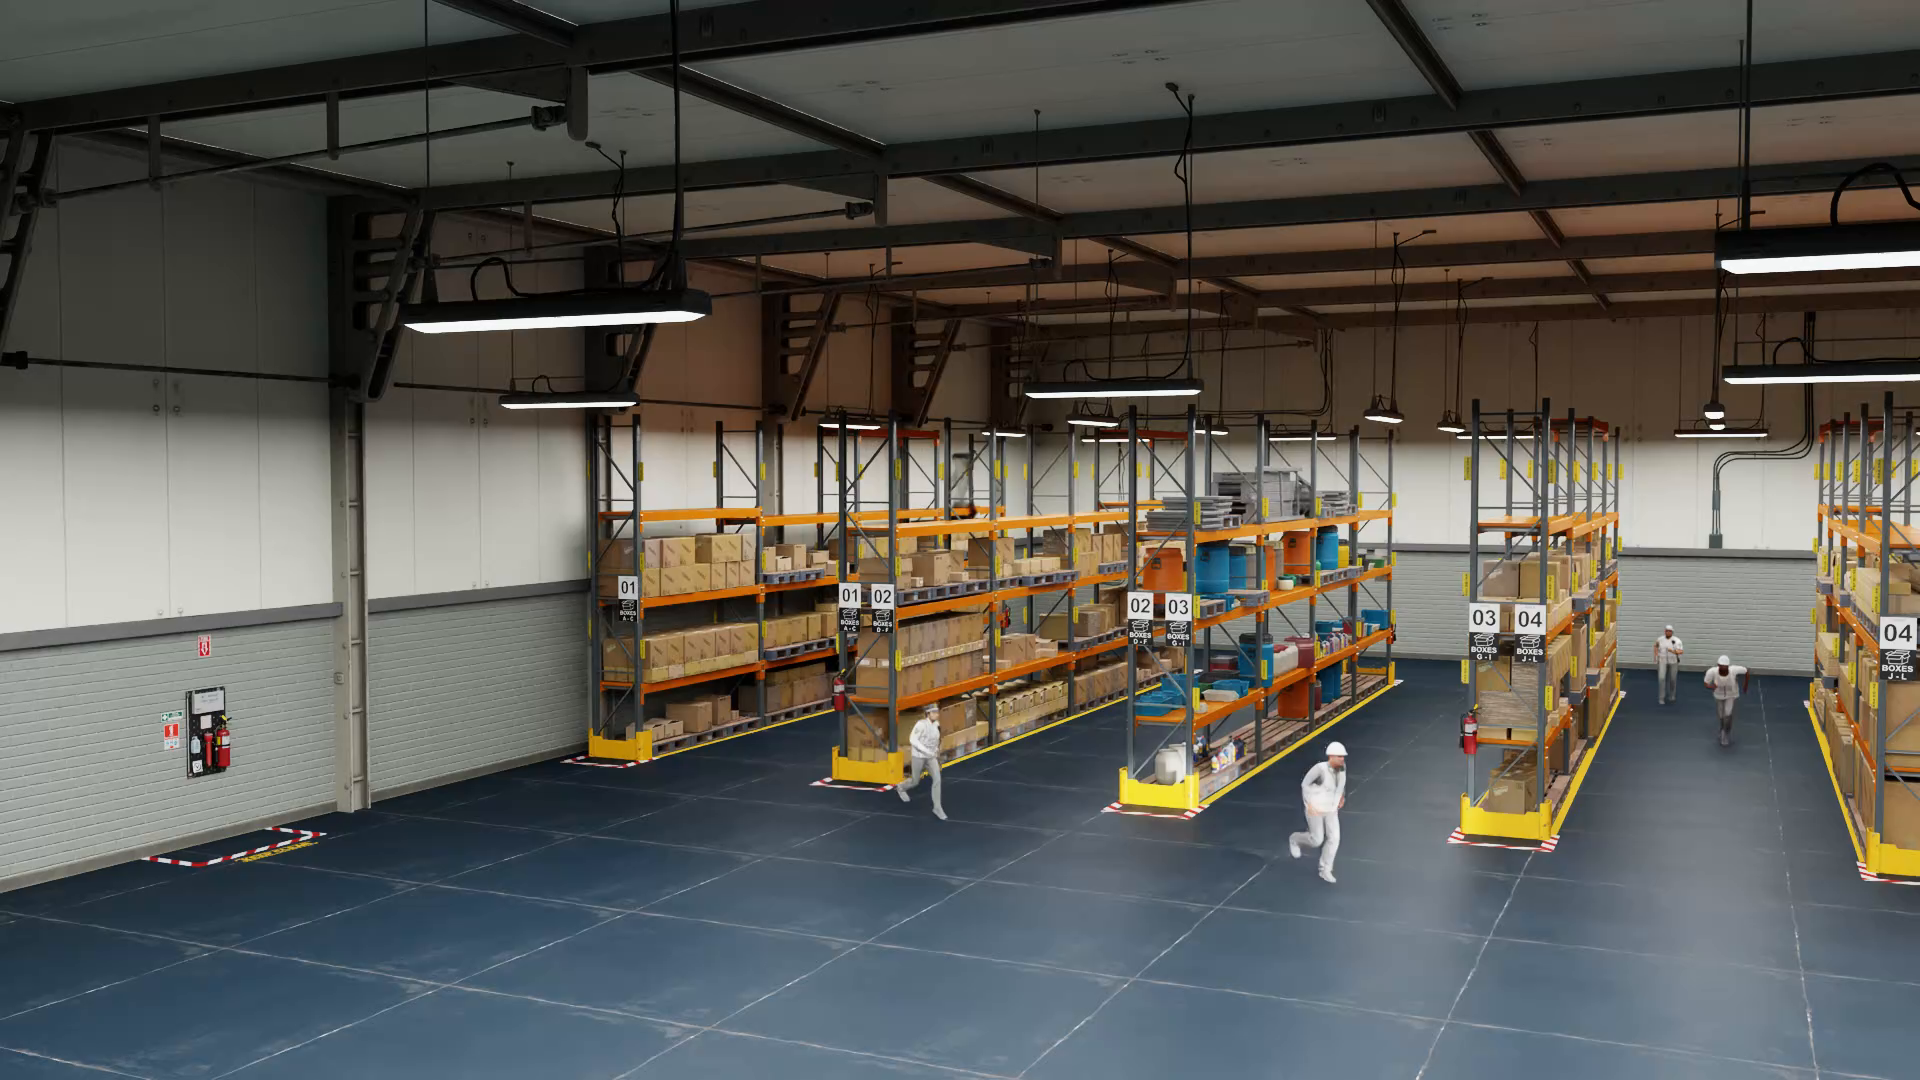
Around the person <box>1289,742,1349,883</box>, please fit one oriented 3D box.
[{"bbox_3d":[4.447,3.323,20.594,0.662,1.726,0.939,-2,3,-34],"label":"person"}]

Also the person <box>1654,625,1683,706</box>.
[{"bbox_3d":[15.272,2.691,35.867,0.583,1.718,0.788,1,3,24],"label":"person"}]

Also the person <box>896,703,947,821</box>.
[{"bbox_3d":[-0.551,3.185,24.235,0.619,1.674,1.061,-2,3,-41],"label":"person"}]

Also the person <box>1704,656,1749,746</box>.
[{"bbox_3d":[14.075,2.945,30.541,0.744,1.703,0.998,1,3,30],"label":"person"}]
